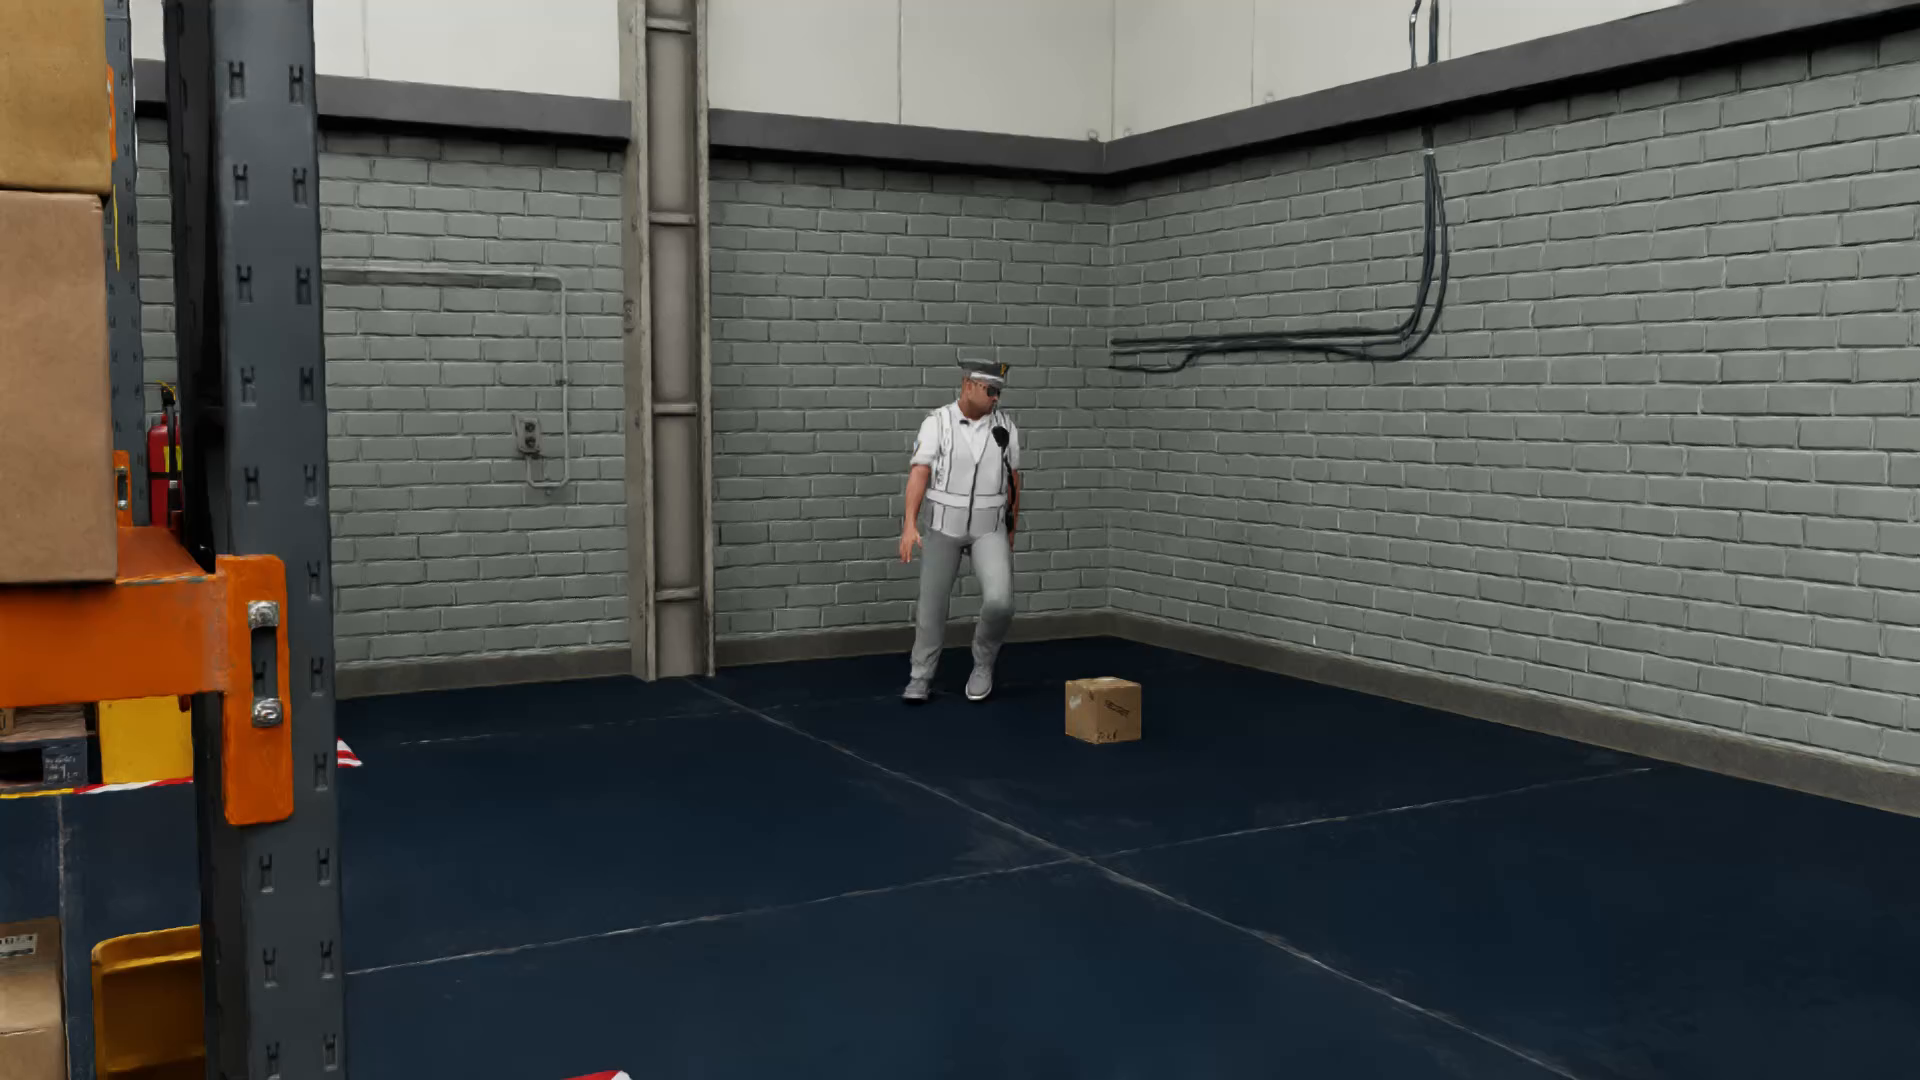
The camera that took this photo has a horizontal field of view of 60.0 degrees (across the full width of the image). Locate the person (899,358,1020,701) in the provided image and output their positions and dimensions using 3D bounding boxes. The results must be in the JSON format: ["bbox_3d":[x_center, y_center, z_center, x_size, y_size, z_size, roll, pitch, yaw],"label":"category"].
[{"bbox_3d":[0.000,-0.047,8.280,0.627,1.711,0.523,0,5,-4],"label":"person"}]
